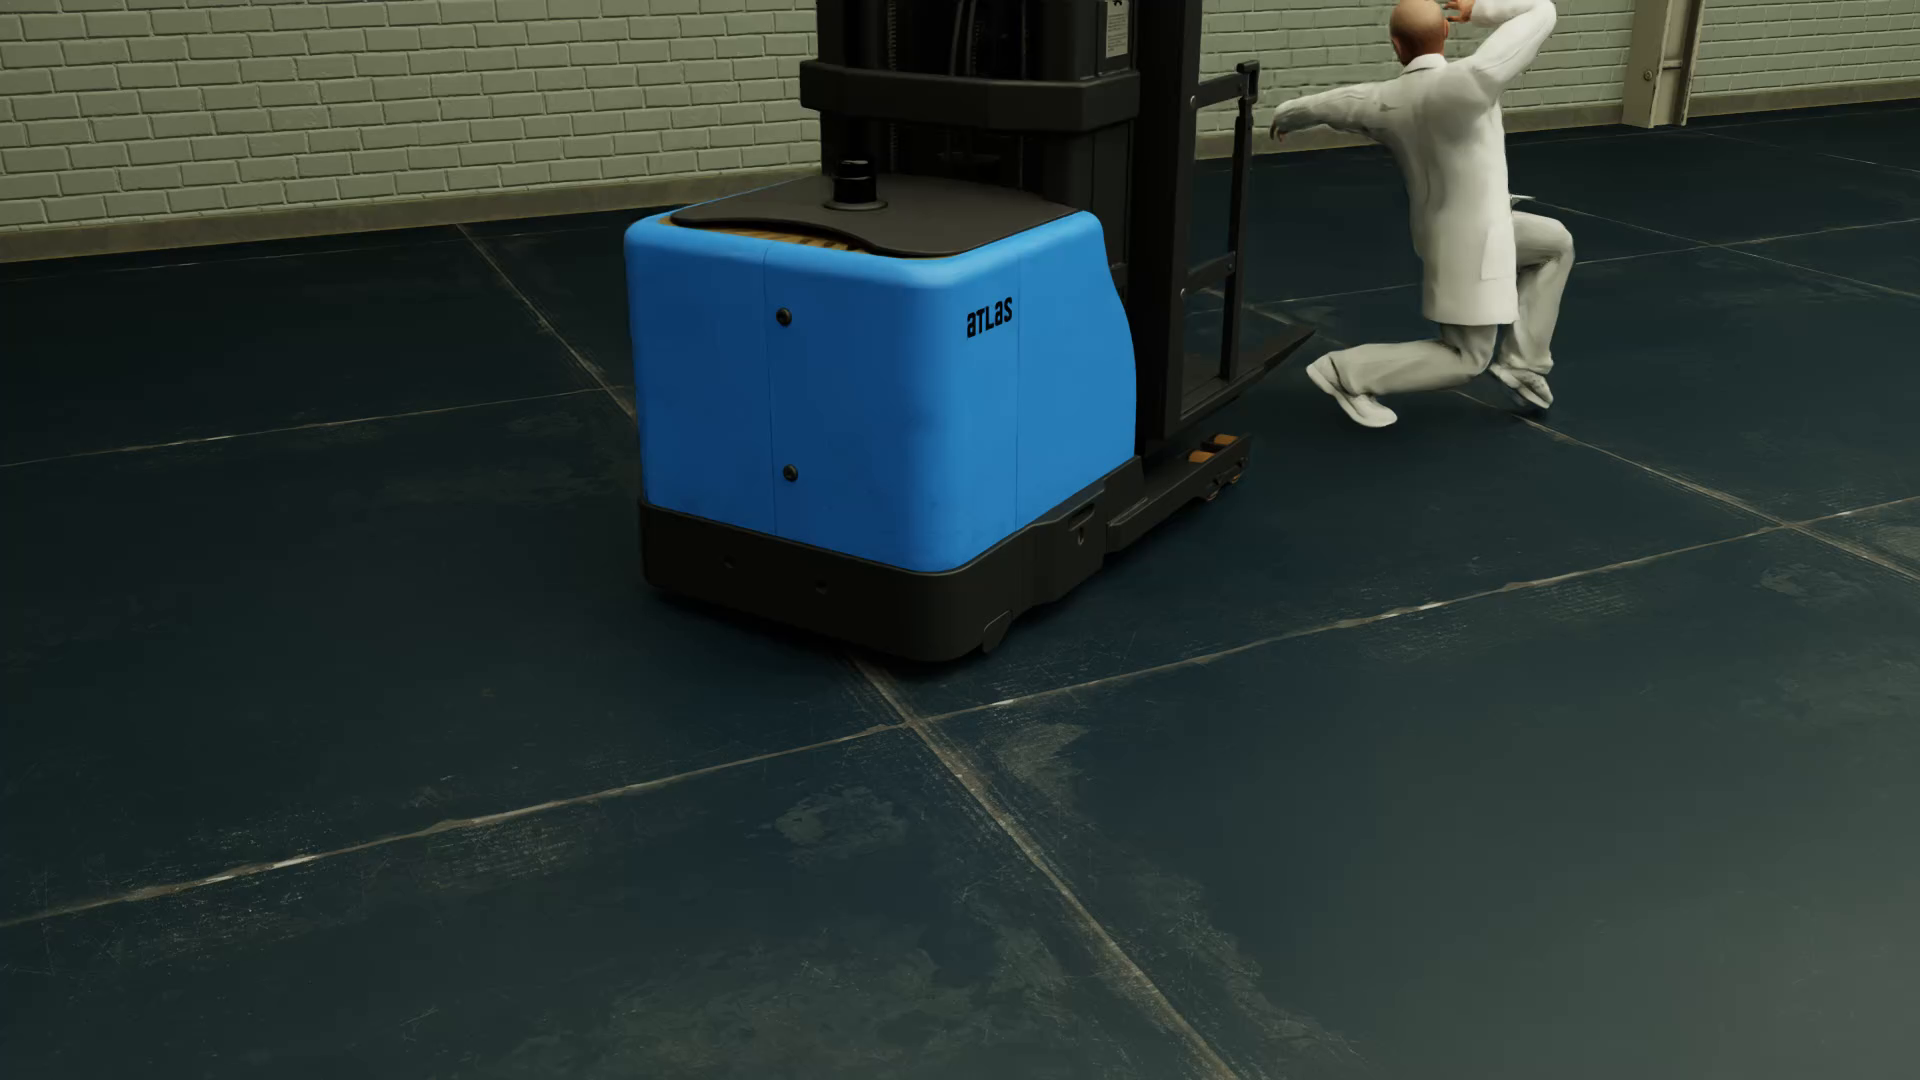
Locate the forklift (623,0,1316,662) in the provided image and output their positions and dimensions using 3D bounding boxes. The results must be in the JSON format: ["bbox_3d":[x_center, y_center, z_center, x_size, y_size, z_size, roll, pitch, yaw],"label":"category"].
[{"bbox_3d":[0.318,-1.563,5.050,1.130,2.935,3.031,13,26,29],"label":"forklift"}]

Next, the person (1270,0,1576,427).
[{"bbox_3d":[1.700,-1.226,6.043,0.982,1.492,1.104,-5,23,-12],"label":"person"}]
